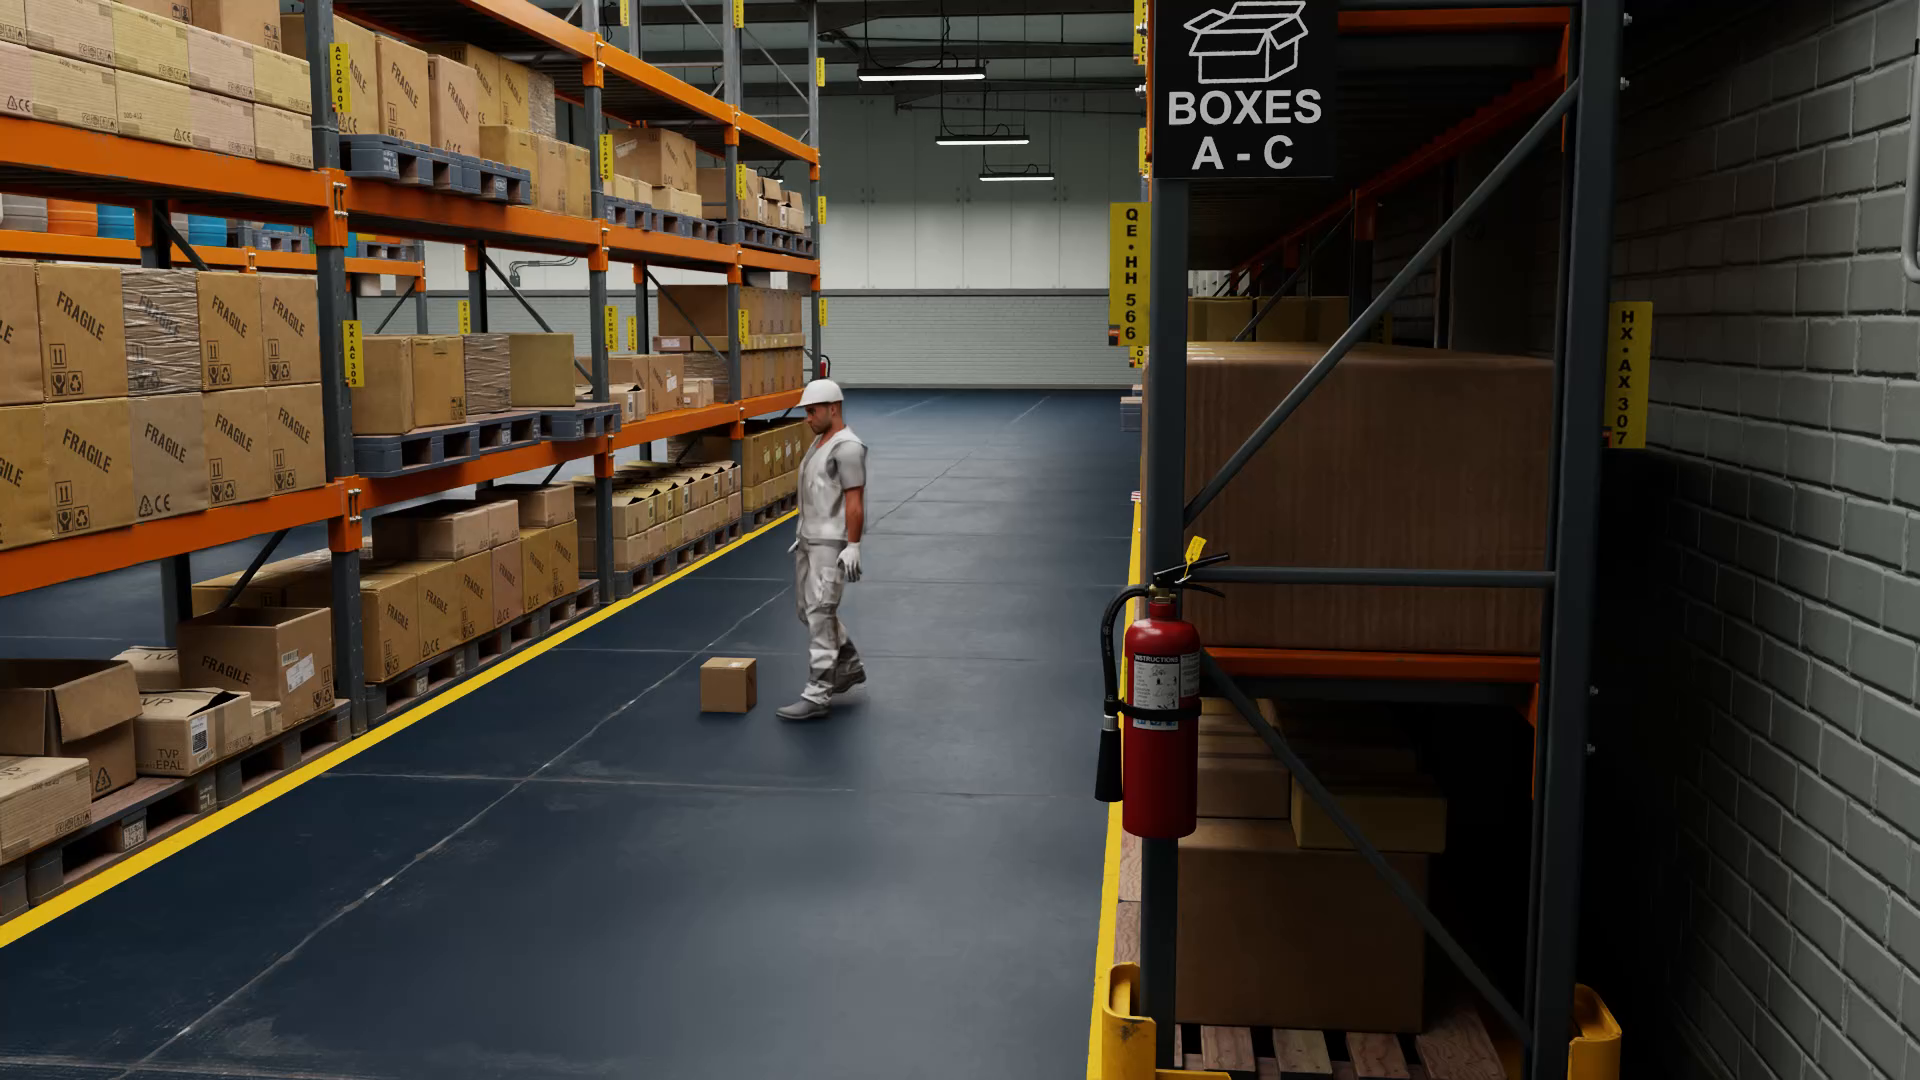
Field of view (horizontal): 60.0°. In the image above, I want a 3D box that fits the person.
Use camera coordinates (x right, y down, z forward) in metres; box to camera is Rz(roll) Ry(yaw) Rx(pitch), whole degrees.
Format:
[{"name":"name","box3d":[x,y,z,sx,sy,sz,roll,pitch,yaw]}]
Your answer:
[{"name":"person","box3d":[-0.756,0.027,8.945,0.647,1.775,0.570,-3,8,-24]}]
